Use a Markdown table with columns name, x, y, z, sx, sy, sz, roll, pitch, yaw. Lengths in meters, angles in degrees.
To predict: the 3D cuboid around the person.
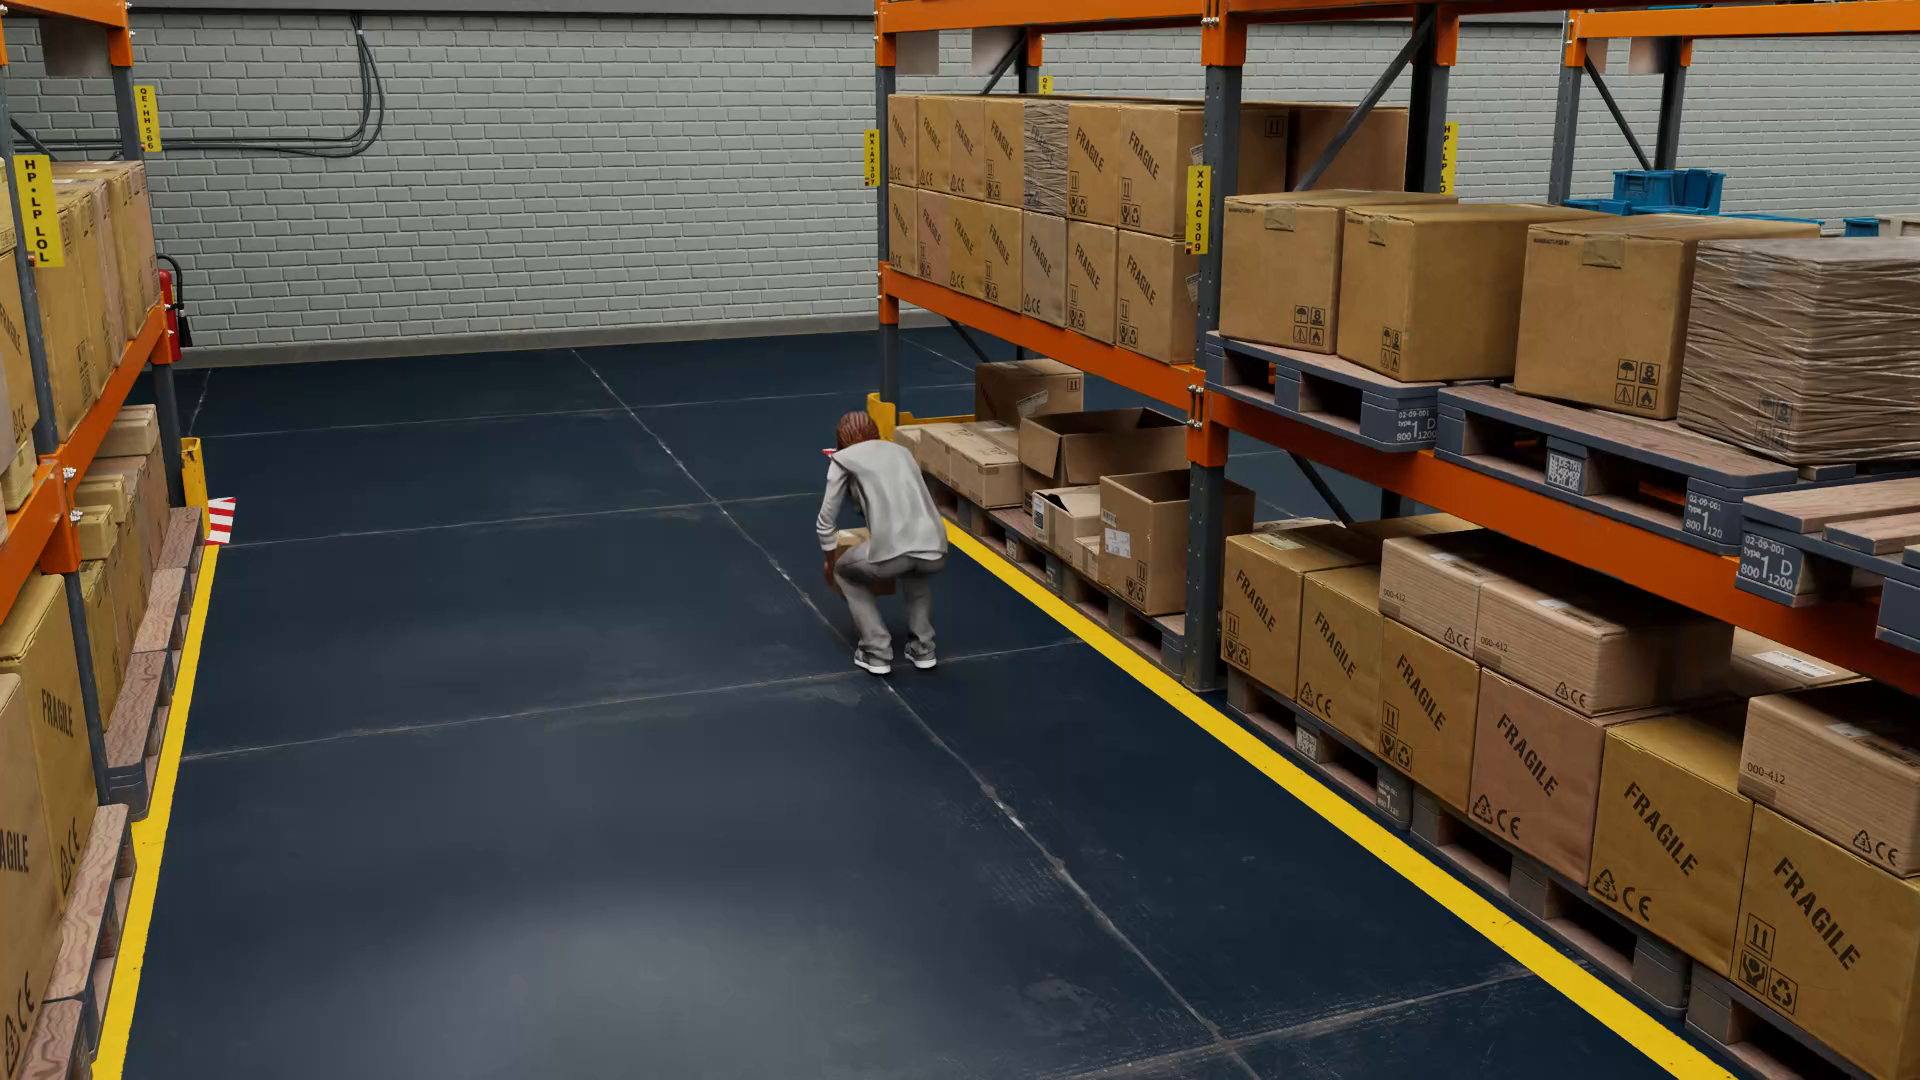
| name | x | y | z | sx | sy | sz | roll | pitch | yaw |
| --- | --- | --- | --- | --- | --- | --- | --- | --- | --- |
| person | -0.328 | 0.019 | 7.006 | 0.458 | 1.039 | 0.757 | -6 | 17 | -20 |
